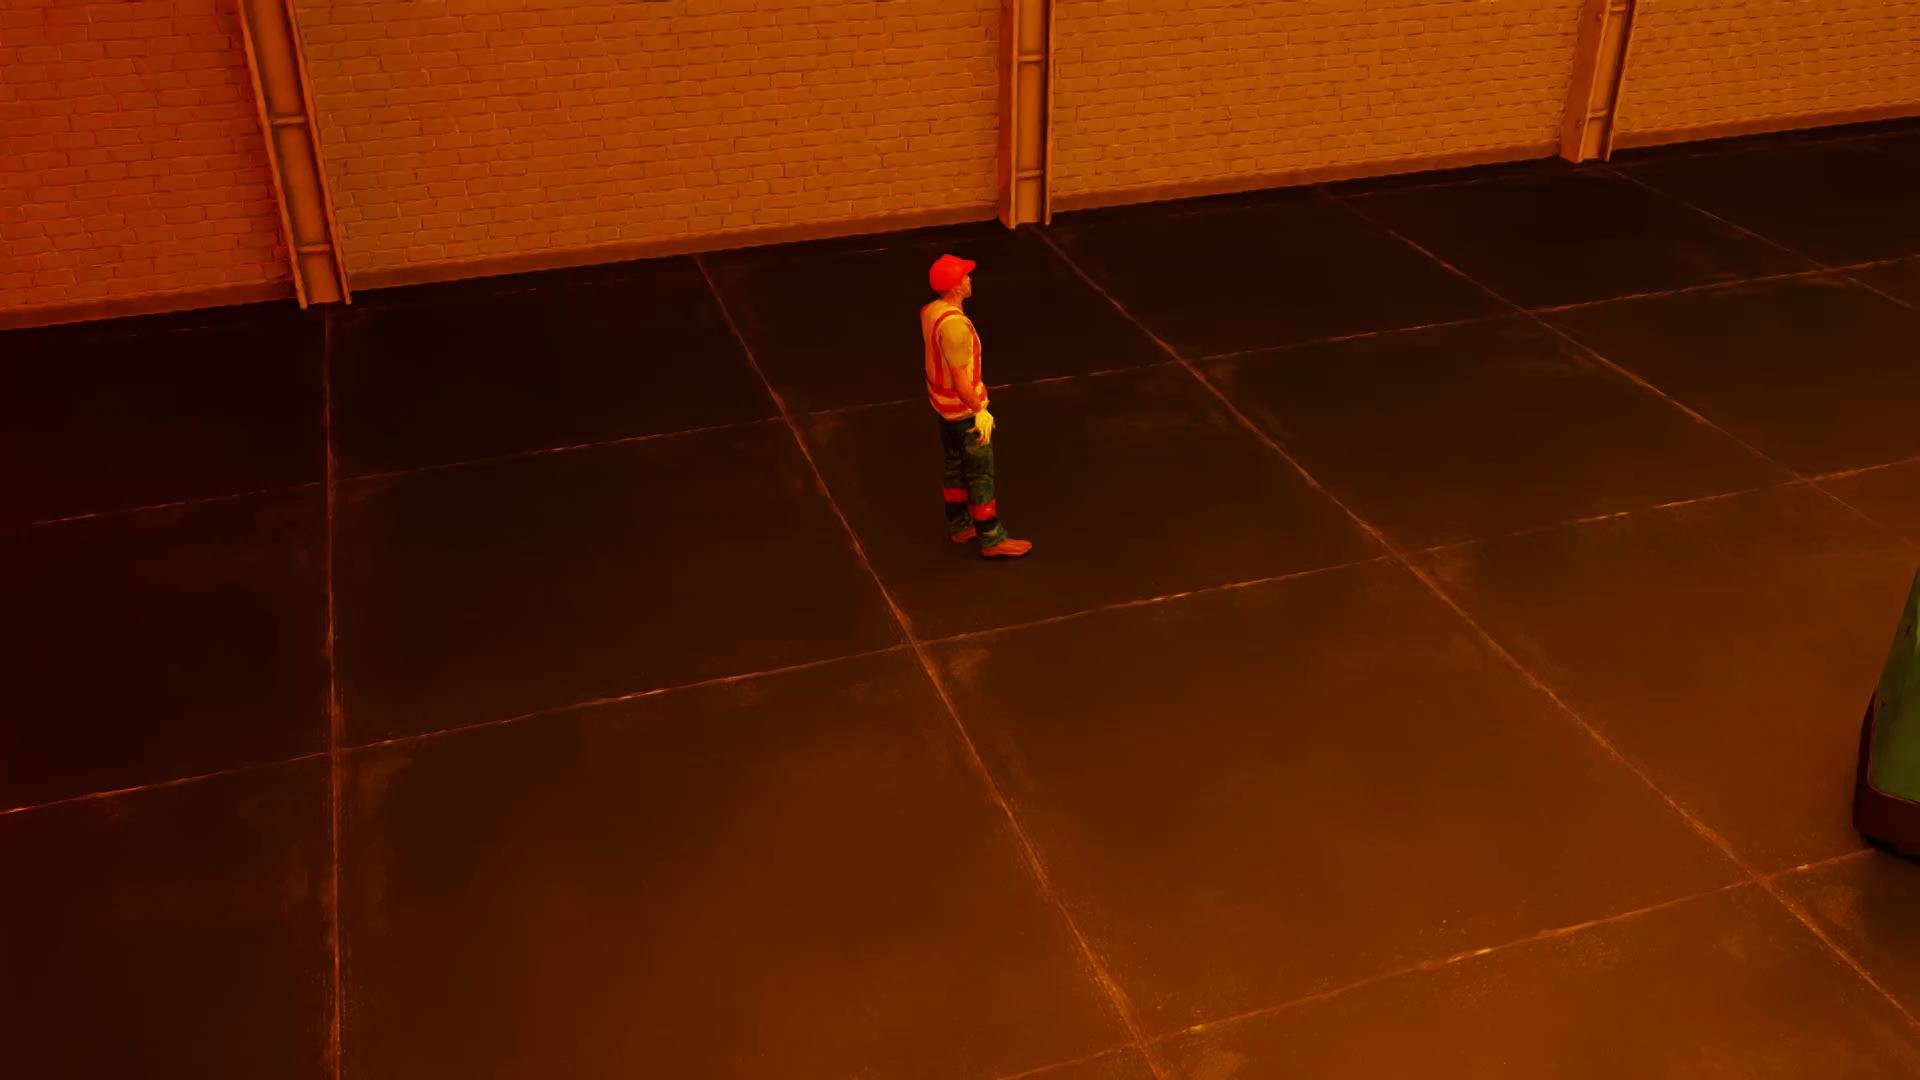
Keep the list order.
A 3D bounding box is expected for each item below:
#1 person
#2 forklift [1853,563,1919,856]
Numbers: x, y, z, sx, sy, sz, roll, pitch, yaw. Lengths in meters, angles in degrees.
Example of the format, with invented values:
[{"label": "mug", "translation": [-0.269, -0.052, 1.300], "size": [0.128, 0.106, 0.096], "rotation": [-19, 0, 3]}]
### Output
[{"label": "person", "translation": [0.080, -0.789, 9.589], "size": [0.563, 1.787, 0.637], "rotation": [-10, 31, -16]}, {"label": "forklift", "translation": [5.642, 0.246, 6.660], "size": [3.031, 2.935, 1.130], "rotation": [15, 33, 24]}]
